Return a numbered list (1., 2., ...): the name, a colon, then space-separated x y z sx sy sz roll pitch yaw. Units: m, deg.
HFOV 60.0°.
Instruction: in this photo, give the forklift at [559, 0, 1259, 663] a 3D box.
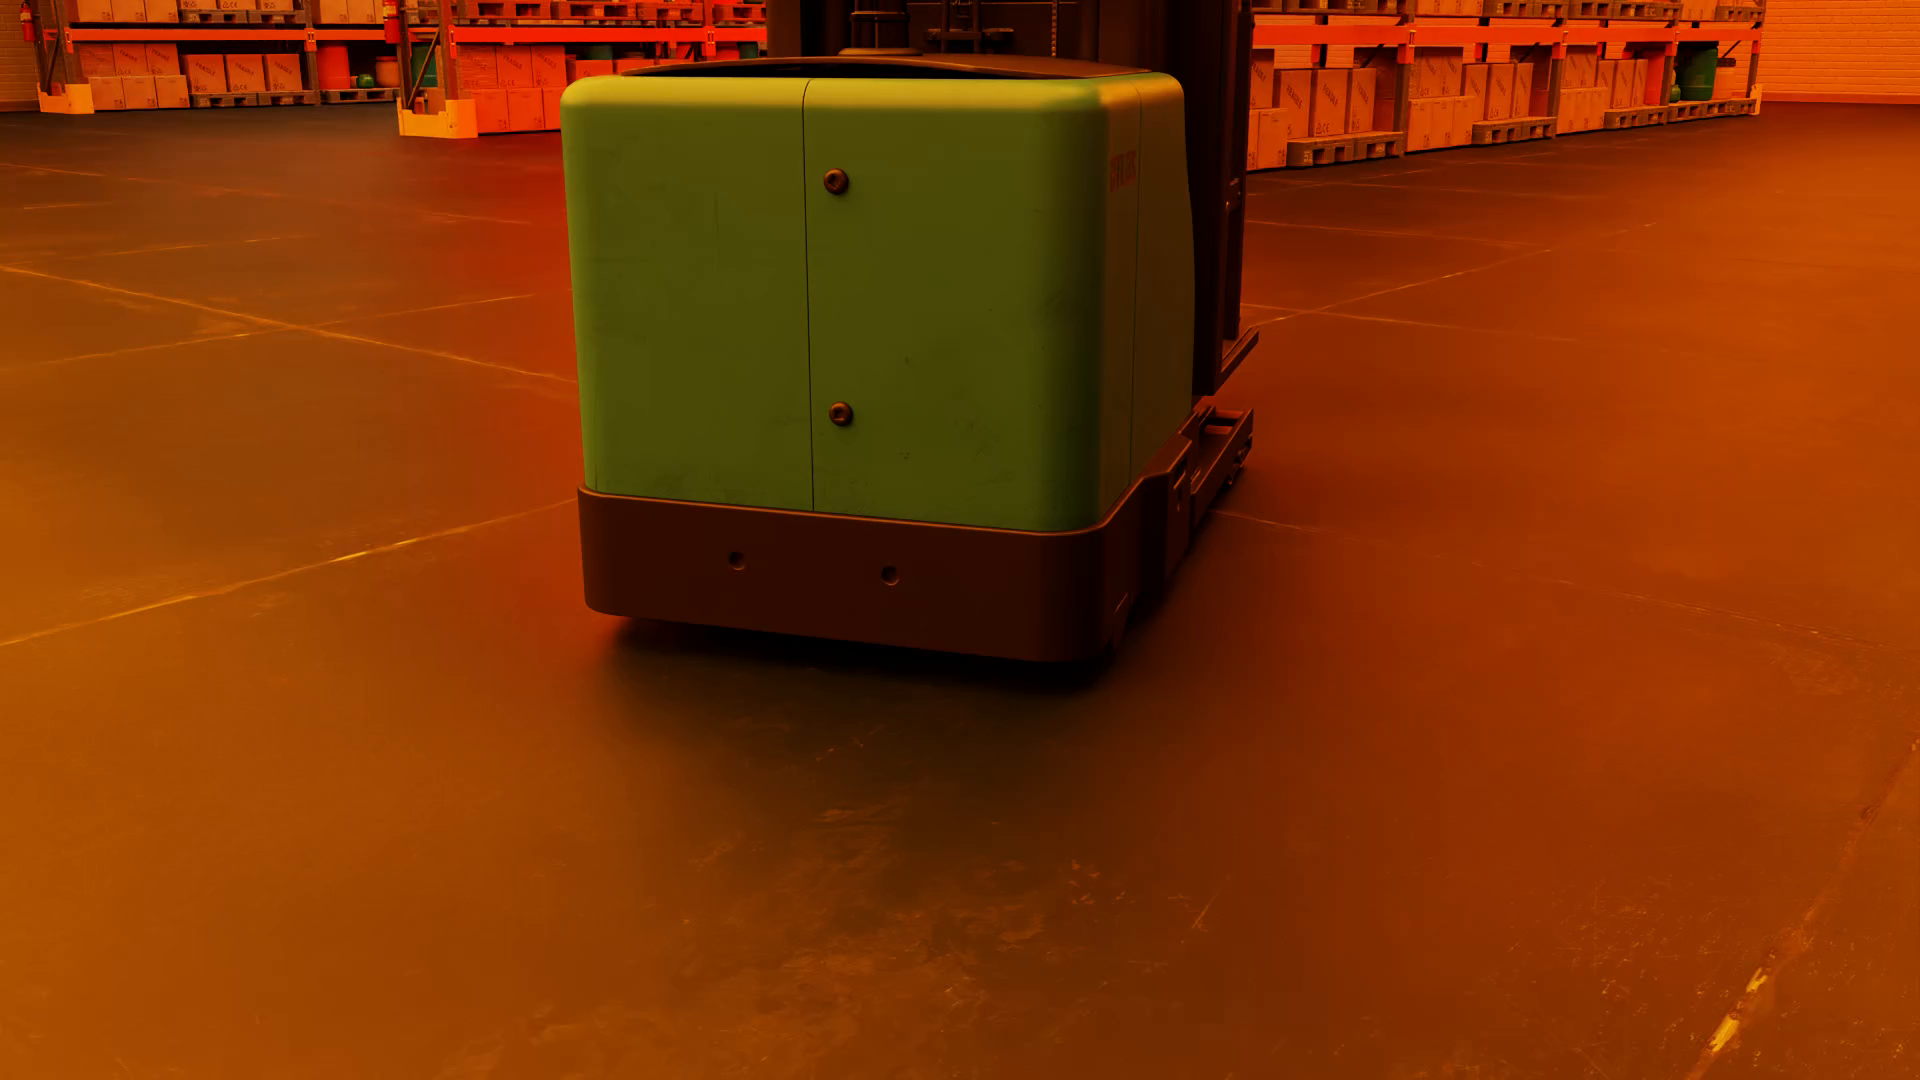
1. forklift: 0.182 -1.571 4.072 1.130 2.935 3.031 5 18 17
